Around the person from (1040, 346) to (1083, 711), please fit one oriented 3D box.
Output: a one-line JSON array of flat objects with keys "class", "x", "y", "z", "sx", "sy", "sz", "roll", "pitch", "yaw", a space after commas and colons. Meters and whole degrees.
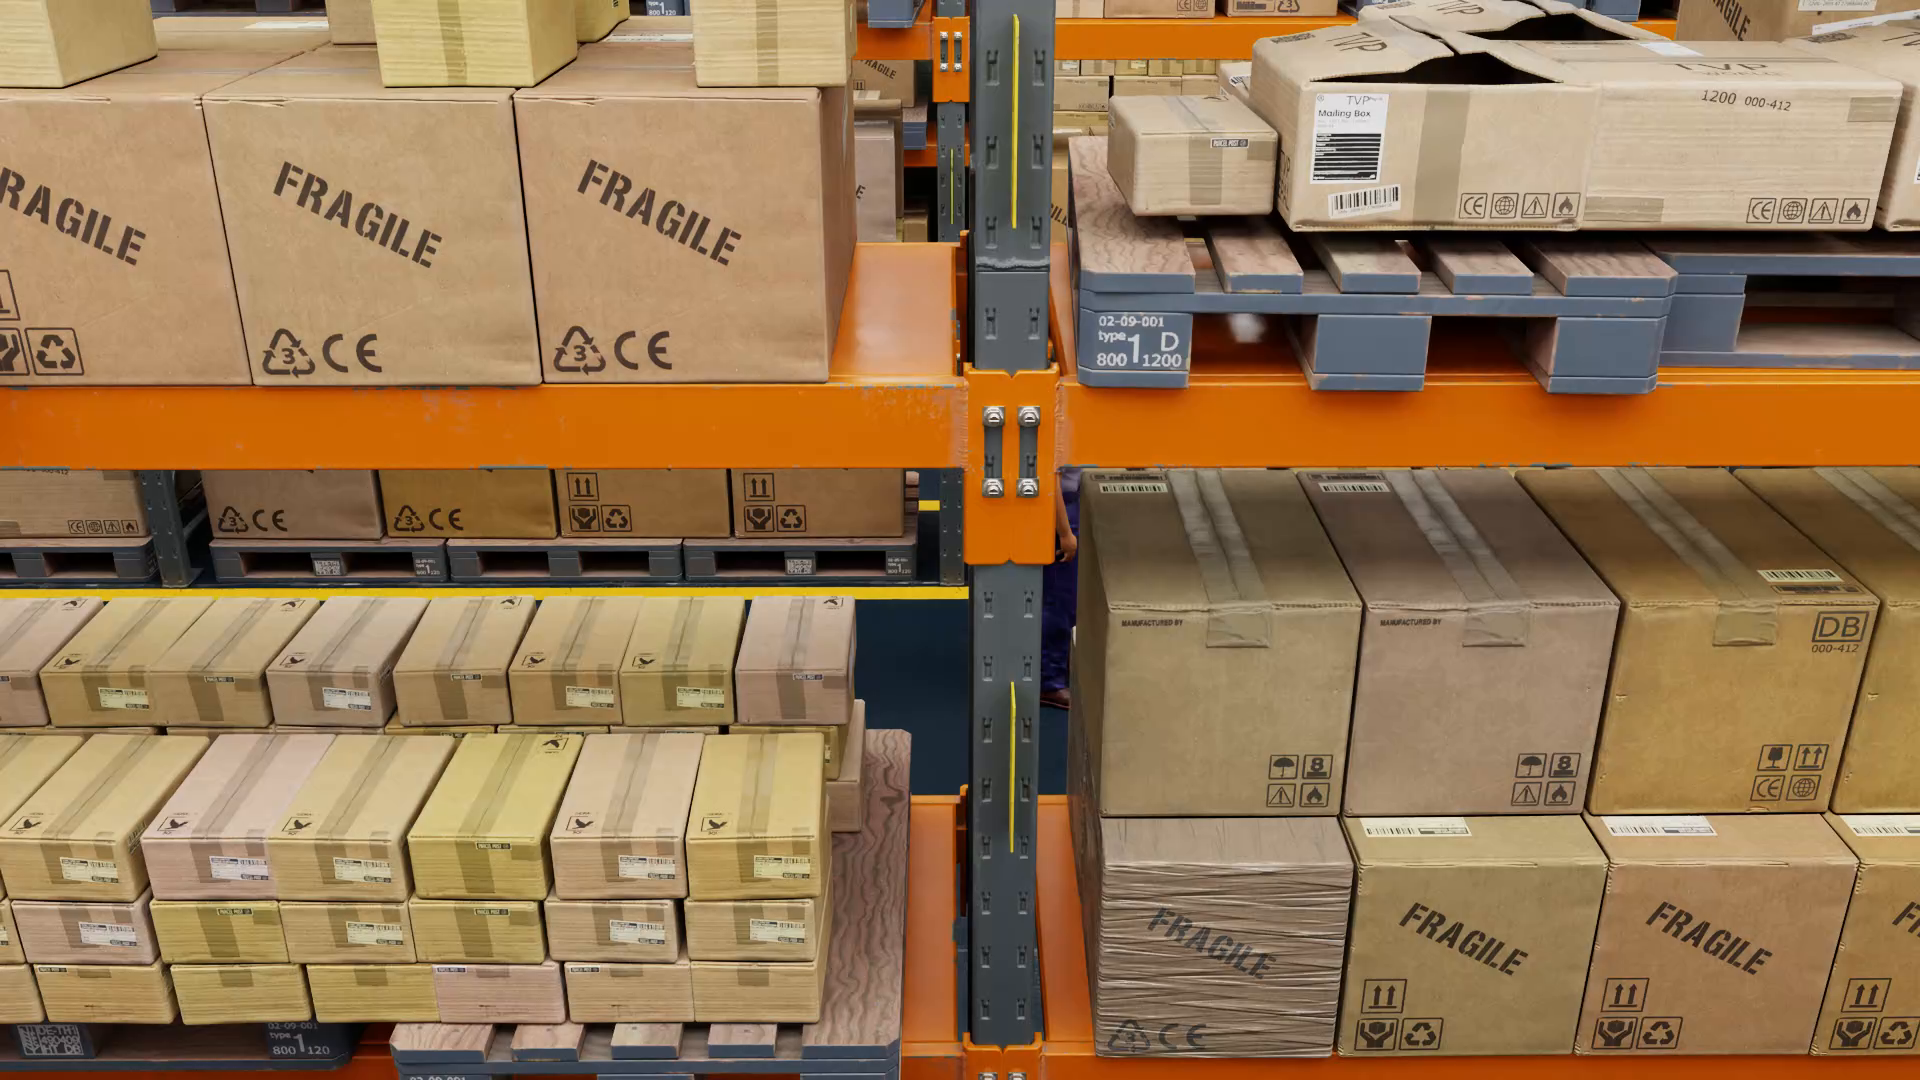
[{"class": "person", "x": 0.412, "y": -0.095, "z": 7.322, "sx": 0.372, "sy": 1.652, "sz": 0.543, "roll": -1, "pitch": 24, "yaw": -3}]
